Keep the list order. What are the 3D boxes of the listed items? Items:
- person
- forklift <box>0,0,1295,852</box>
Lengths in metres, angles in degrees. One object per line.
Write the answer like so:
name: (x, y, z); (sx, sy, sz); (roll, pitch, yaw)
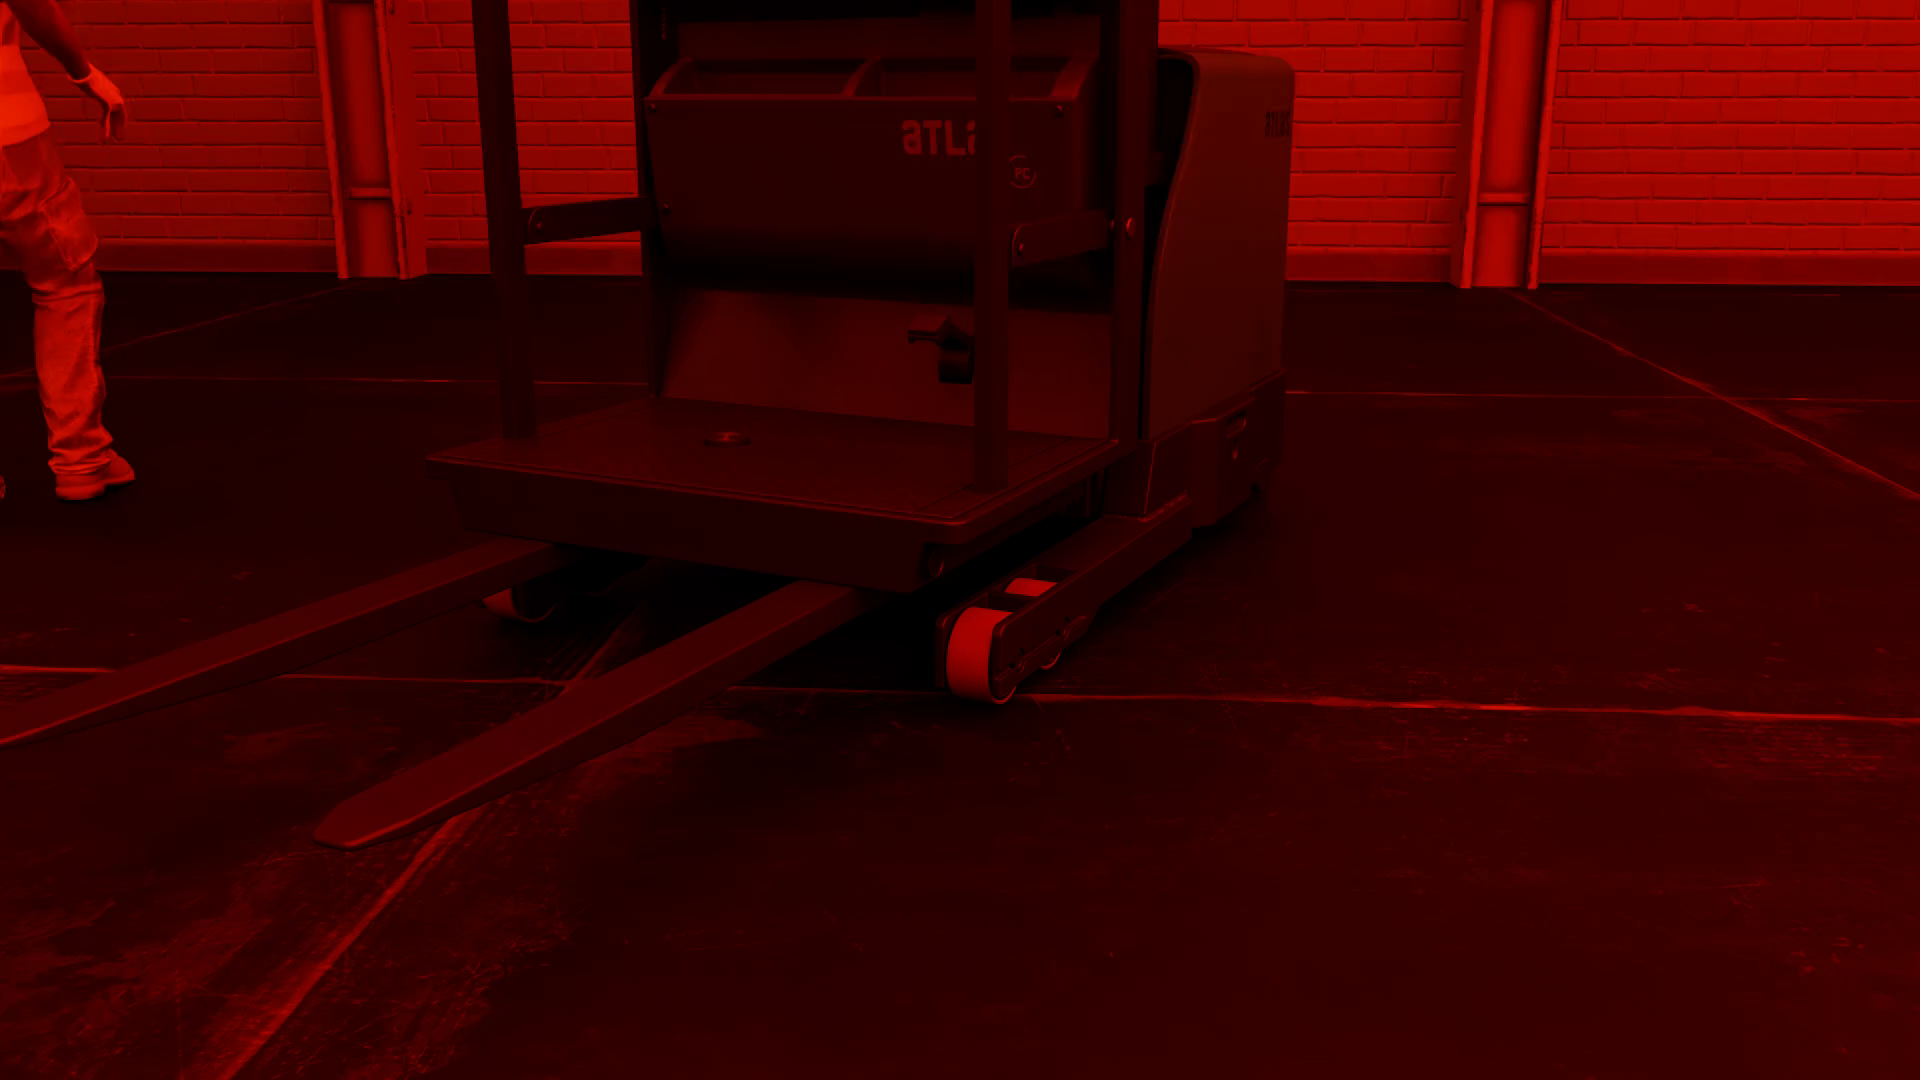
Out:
person: (-2.391, -0.938, 3.973); (0.768, 1.737, 0.521); (1, 15, 5)
forklift: (-0.277, -1.268, 2.889); (1.130, 2.935, 3.031); (7, 17, 25)
